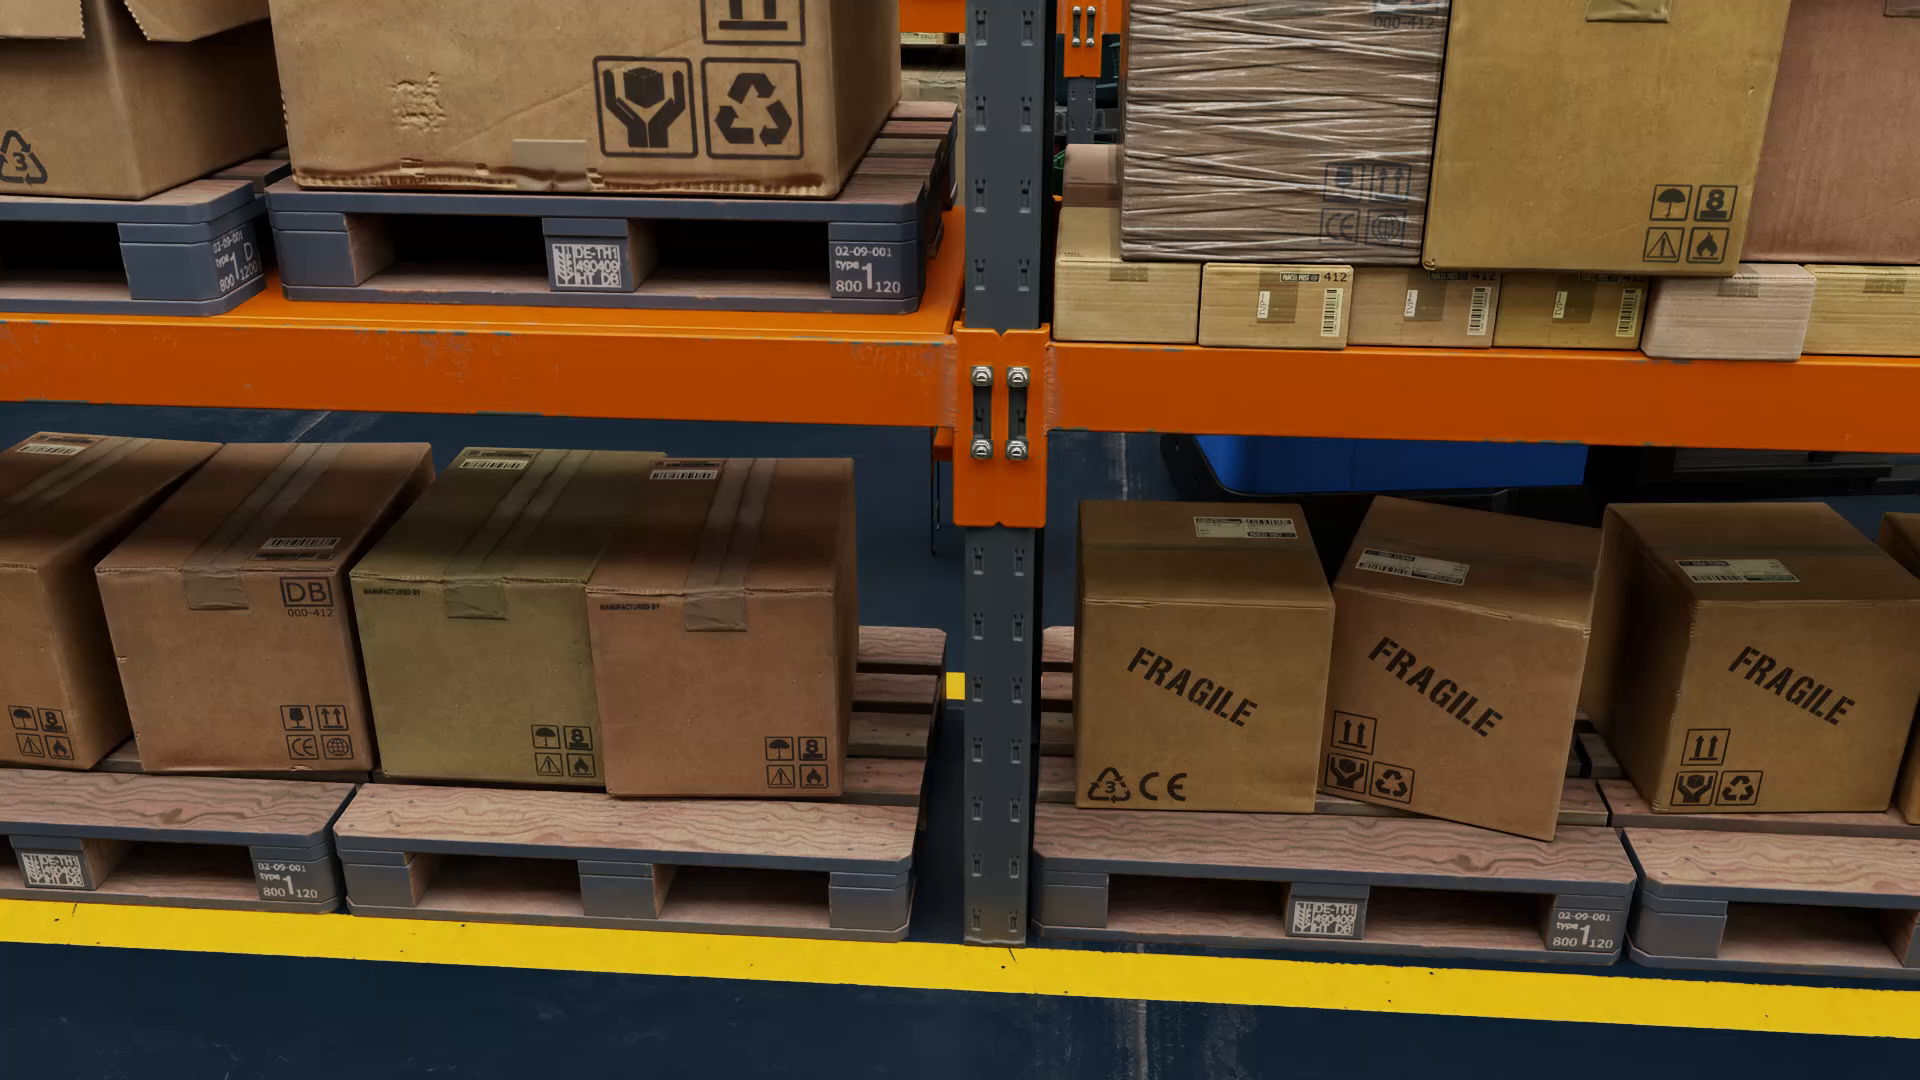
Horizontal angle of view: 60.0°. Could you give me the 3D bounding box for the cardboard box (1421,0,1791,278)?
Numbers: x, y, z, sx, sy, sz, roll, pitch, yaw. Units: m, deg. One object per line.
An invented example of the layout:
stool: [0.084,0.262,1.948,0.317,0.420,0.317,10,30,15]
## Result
cardboard box: [1.049,-0.841,3.014,0.500,0.500,0.875,2,25,4]

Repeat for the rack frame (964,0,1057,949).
rack frame: [0.109,-0.732,3.251,0.127,3.000,1.000,2,25,4]

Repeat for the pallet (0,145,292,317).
pallet: [-1.902,-0.726,3.469,1.213,0.211,1.003,2,25,4]

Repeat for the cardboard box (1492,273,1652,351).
cardboard box: [1.050,-0.471,2.986,0.250,0.149,0.380,2,25,4]

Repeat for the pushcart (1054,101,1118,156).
pushcart: [0.743,-2.719,10.707,0.936,0.377,1.648,-7,26,-14]

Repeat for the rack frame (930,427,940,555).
rack frame: [-0.077,-0.548,5.005,0.006,1.200,0.240,2,25,4]

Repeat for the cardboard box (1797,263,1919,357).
cardboard box: [1.549,-0.455,2.952,0.250,0.149,0.380,2,25,4]

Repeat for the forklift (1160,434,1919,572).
forklift: [2.231,-1.436,4.864,3.031,2.935,1.130,-2,25,-4]

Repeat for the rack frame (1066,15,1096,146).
rack frame: [0.590,-2.796,7.737,0.127,3.000,1.000,2,25,4]

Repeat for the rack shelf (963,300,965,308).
rack shelf: [0.014,-0.722,4.916,0.180,0.103,0.258,2,25,4]

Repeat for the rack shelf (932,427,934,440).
rack shelf: [0.014,-0.395,5.067,0.180,0.103,0.258,2,25,4]

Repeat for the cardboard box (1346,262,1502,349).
cardboard box: [0.800,-0.475,2.995,0.250,0.149,0.380,2,25,4]

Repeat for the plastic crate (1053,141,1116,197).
plastic crate: [0.863,-2.085,9.487,0.662,0.188,0.450,16,39,31]

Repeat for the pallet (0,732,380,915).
pallet: [-1.887,0.473,3.970,1.213,0.211,1.003,2,25,4]

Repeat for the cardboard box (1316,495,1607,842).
cardboard box: [1.077,0.258,3.589,0.500,0.500,0.500,10,27,21]

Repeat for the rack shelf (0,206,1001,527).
rack shelf: [-1.885,-0.469,3.541,4.000,0.370,1.077,2,25,4]

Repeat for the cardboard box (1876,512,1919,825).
cardboard box: [2.255,0.282,3.538,0.500,0.500,0.500,4,25,9]

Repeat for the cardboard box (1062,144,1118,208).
cardboard box: [0.346,-0.733,3.555,0.250,0.149,0.380,2,25,4]

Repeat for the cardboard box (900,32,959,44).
cardboard box: [-0.372,-3.896,12.770,0.625,0.372,0.950,3,25,7]

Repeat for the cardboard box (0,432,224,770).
cardboard box: [-2.090,0.117,3.871,0.500,0.500,0.700,4,25,8]

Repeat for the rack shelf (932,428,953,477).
rack shelf: [0.014,-0.286,5.117,0.180,0.103,0.258,2,25,4]

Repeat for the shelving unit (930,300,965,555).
shelving unit: [0.014,-0.545,4.998,0.189,1.200,0.258,2,25,4]

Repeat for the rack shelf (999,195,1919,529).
rack shelf: [2.103,-0.341,3.263,4.000,0.370,1.077,2,25,4]

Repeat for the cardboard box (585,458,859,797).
cardboard box: [-0.501,0.176,3.744,0.500,0.500,0.700,0,25,0]

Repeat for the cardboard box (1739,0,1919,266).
cardboard box: [1.555,-0.867,3.071,0.500,0.500,0.875,2,25,4]

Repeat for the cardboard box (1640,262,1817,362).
cardboard box: [1.296,-0.446,2.932,0.250,0.149,0.380,2,25,4]

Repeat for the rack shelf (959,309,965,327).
rack shelf: [0.014,-0.613,4.967,0.180,0.103,0.258,2,25,4]

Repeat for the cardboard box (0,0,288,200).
cardboard box: [-1.626,-0.986,3.179,0.637,0.503,0.797,4,25,9]

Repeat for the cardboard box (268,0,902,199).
cardboard box: [-0.672,-1.279,3.220,1.000,1.000,1.000,2,25,4]

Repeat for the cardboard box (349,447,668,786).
cardboard box: [-0.975,0.152,3.794,0.500,0.500,0.700,2,25,4]

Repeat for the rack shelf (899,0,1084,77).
rack shelf: [-1.404,-2.533,8.026,4.000,0.370,1.077,2,25,4]

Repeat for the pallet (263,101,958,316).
pallet: [-0.642,-0.729,3.476,1.213,0.211,1.003,2,25,4]

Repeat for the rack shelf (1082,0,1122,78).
rack shelf: [2.584,-2.405,7.748,4.000,0.370,1.077,2,25,4]

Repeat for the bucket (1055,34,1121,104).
bucket: [0.902,-2.956,10.182,0.620,0.611,0.726,1,23,26]

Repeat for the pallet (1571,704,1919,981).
pallet: [2.001,0.580,3.737,1.213,0.211,1.003,2,25,4]

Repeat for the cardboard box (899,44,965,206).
cardboard box: [-0.036,-1.947,8.081,0.750,0.750,1.050,2,25,4]

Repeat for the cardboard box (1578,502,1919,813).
cardboard box: [1.702,0.245,3.617,0.500,0.500,0.500,0,25,-1]

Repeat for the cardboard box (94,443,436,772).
cardboard box: [-1.533,0.135,3.833,0.500,0.500,0.700,0,25,-1]

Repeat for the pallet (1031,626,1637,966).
pallet: [0.782,0.542,3.820,1.213,0.211,1.003,2,25,4]

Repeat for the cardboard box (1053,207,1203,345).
cardboard box: [0.301,-0.485,3.016,0.250,0.149,0.380,2,25,4]

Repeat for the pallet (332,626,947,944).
pallet: [-0.667,0.511,3.887,1.213,0.211,1.003,2,25,4]

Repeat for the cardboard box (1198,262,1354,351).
cardboard box: [0.549,-0.472,2.987,0.250,0.149,0.380,2,25,4]

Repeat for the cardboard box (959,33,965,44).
cardboard box: [0.345,-3.875,12.723,0.625,0.372,0.950,2,25,5]

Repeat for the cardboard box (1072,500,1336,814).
cardboard box: [0.505,0.243,3.622,0.500,0.500,0.500,1,25,2]

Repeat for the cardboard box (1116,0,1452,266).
cardboard box: [0.553,-0.872,3.081,0.500,0.500,0.875,2,25,4]
